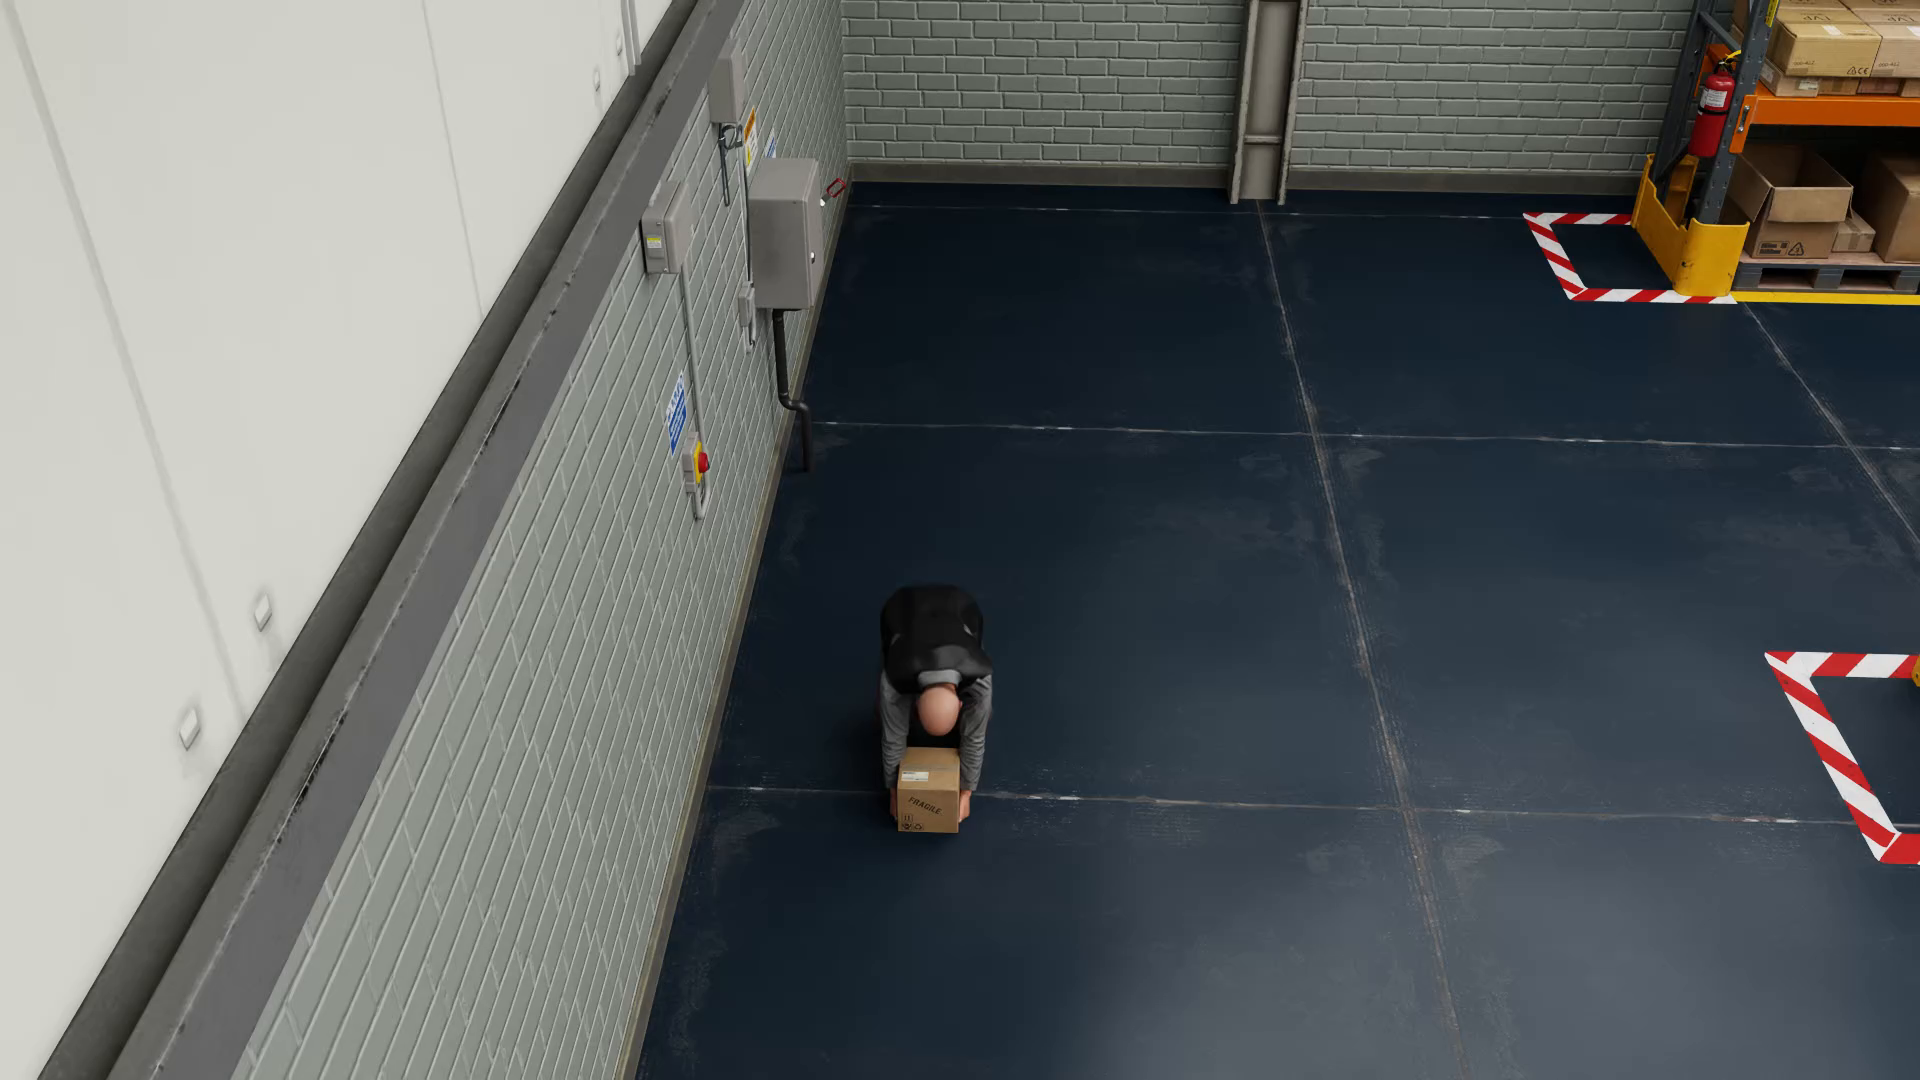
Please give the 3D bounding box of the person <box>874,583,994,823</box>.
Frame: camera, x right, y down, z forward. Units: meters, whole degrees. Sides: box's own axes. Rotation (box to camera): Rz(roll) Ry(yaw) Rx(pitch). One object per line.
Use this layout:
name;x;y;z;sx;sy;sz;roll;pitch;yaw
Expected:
person;-0.110;0.659;7.043;0.505;0.795;0.942;1;35;1
